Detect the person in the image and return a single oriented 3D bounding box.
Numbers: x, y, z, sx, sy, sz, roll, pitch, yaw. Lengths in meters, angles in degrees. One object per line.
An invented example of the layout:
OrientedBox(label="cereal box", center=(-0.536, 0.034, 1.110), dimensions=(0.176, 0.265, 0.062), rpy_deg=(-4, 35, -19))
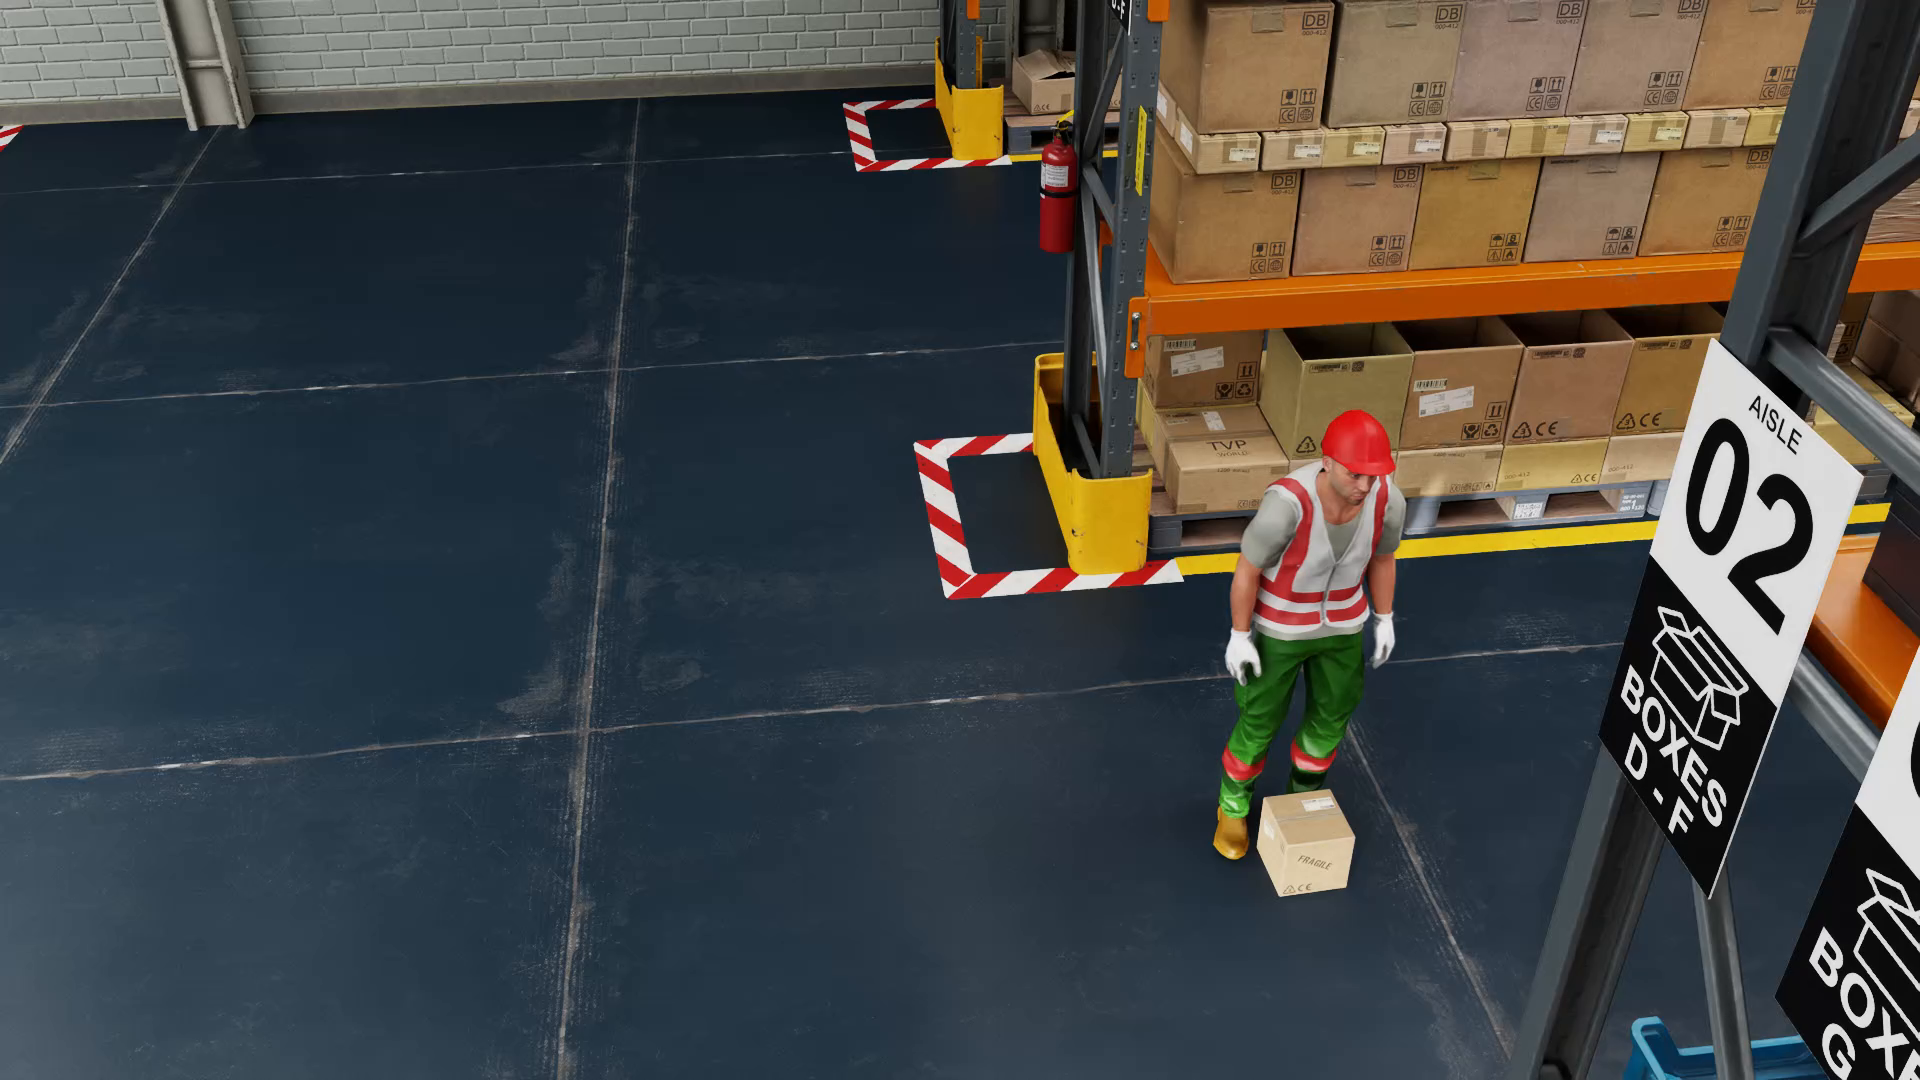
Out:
OrientedBox(label="person", center=(1.200, 0.319, 5.667), dimensions=(0.618, 1.779, 0.452), rpy_deg=(-6, 35, -9))
